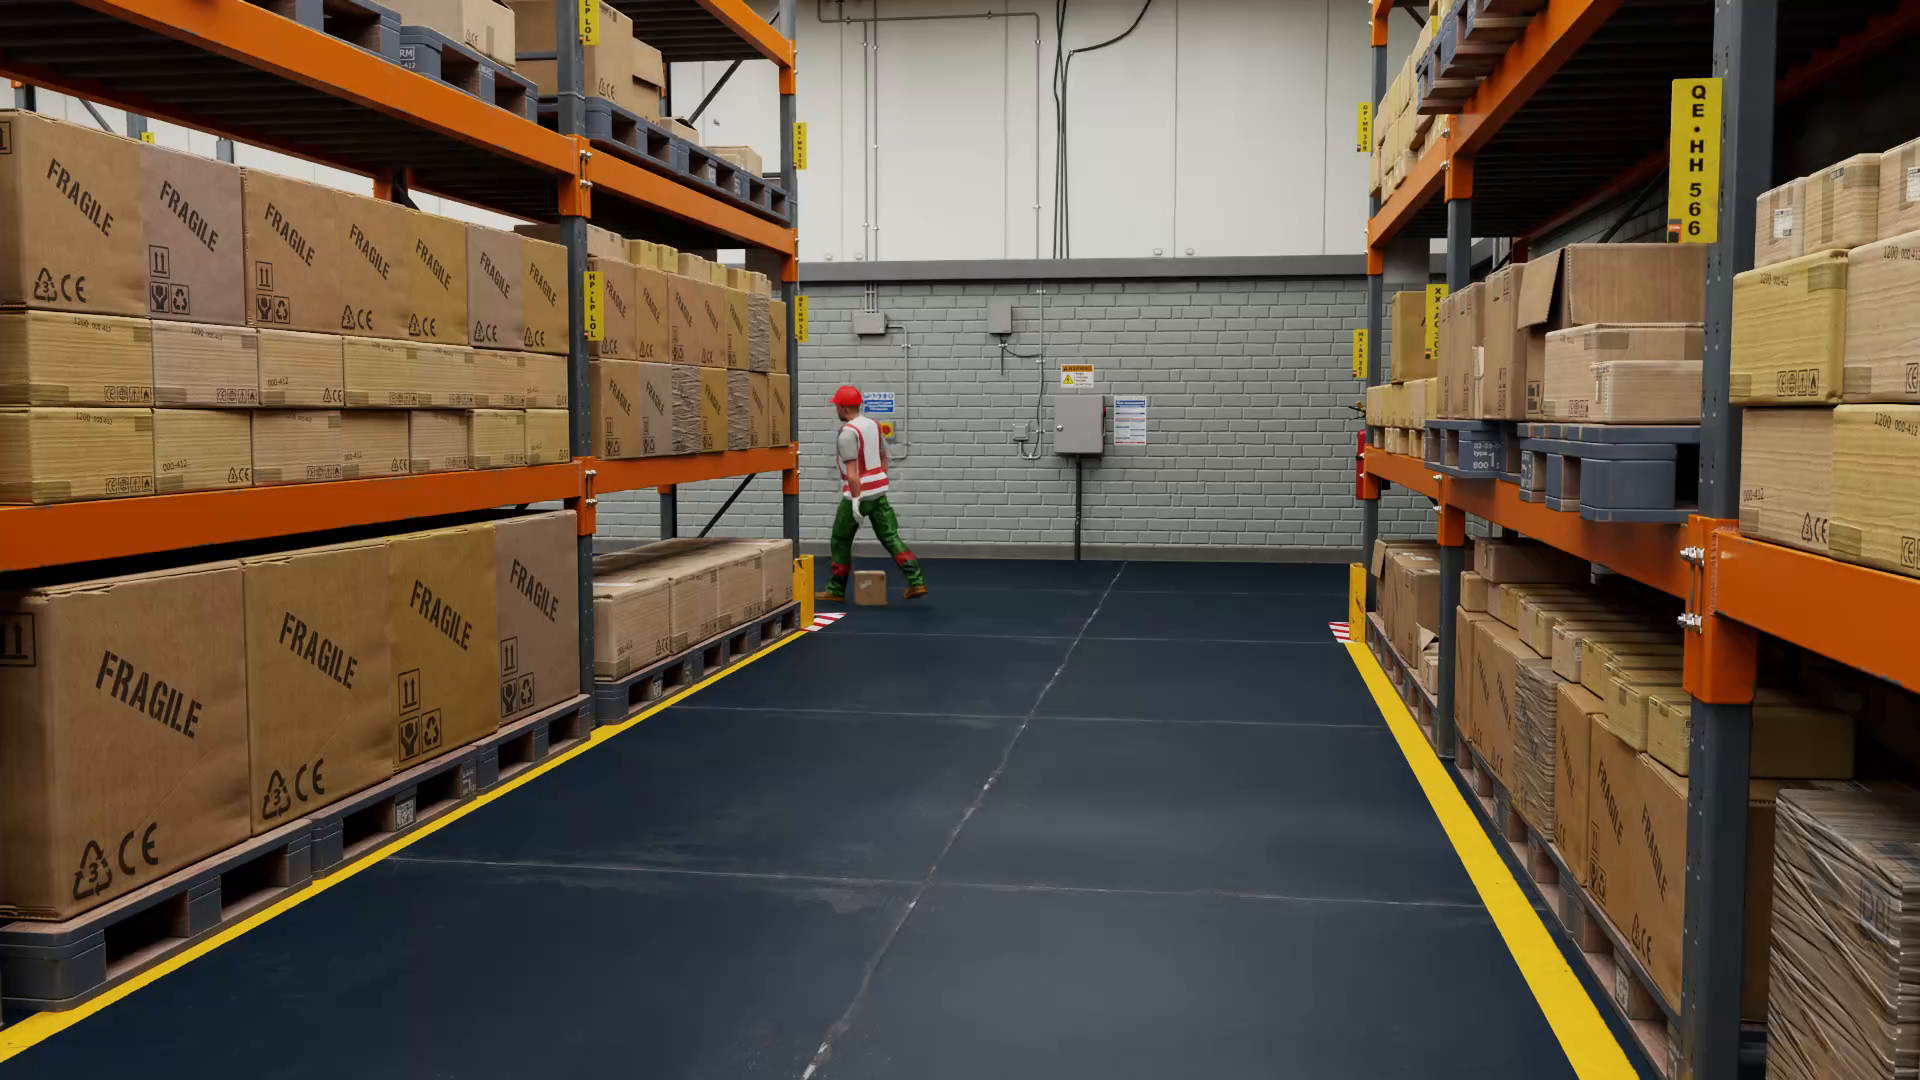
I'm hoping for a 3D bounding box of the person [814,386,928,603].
[{"bbox_3d":[-0.742,-0.348,13.119,1.054,1.732,0.667,2,5,29],"label":"person"}]
